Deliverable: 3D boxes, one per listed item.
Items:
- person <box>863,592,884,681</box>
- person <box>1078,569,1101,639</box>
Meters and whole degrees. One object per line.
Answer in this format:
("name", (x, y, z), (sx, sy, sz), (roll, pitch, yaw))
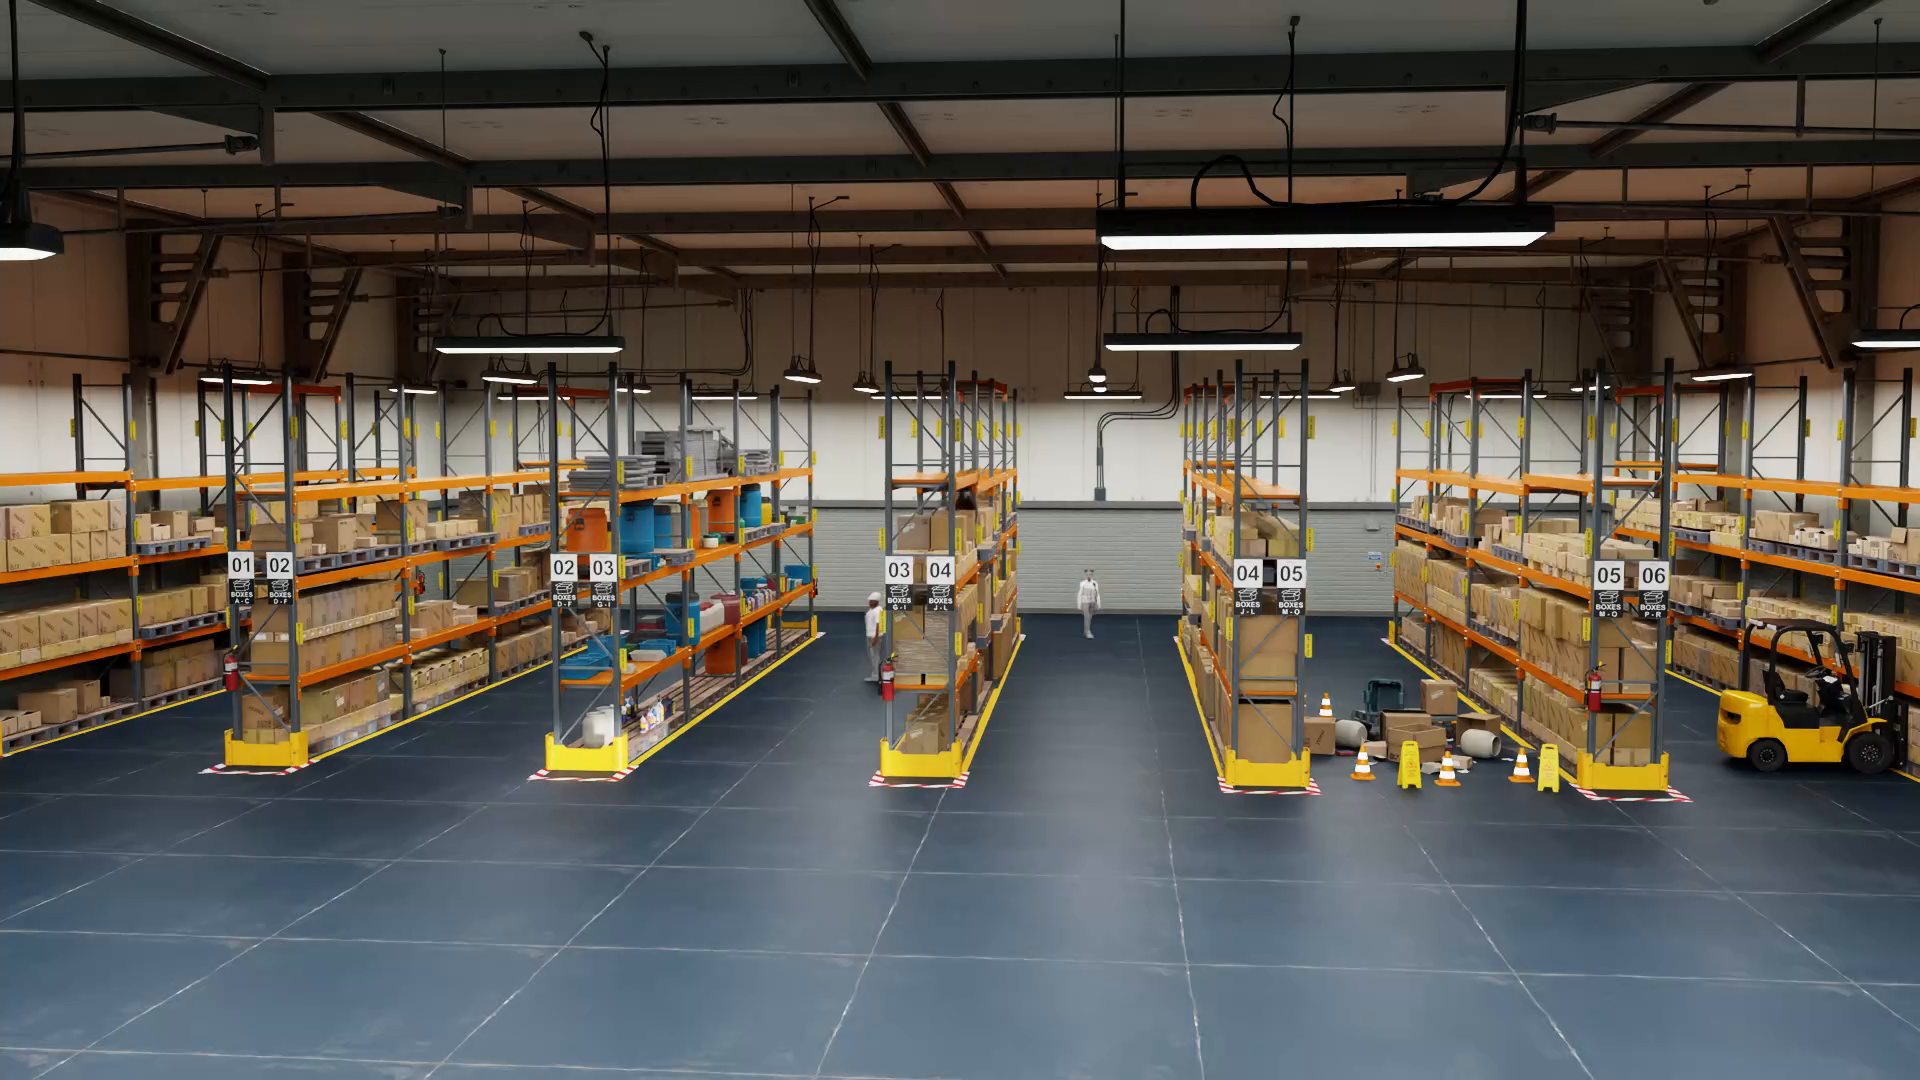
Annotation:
("person", (-1.760, 1.939, 33.242), (0.408, 1.793, 0.648), (-1, 4, -18))
("person", (3.155, 1.534, 40.124), (0.519, 1.672, 0.636), (-2, 4, -29))
